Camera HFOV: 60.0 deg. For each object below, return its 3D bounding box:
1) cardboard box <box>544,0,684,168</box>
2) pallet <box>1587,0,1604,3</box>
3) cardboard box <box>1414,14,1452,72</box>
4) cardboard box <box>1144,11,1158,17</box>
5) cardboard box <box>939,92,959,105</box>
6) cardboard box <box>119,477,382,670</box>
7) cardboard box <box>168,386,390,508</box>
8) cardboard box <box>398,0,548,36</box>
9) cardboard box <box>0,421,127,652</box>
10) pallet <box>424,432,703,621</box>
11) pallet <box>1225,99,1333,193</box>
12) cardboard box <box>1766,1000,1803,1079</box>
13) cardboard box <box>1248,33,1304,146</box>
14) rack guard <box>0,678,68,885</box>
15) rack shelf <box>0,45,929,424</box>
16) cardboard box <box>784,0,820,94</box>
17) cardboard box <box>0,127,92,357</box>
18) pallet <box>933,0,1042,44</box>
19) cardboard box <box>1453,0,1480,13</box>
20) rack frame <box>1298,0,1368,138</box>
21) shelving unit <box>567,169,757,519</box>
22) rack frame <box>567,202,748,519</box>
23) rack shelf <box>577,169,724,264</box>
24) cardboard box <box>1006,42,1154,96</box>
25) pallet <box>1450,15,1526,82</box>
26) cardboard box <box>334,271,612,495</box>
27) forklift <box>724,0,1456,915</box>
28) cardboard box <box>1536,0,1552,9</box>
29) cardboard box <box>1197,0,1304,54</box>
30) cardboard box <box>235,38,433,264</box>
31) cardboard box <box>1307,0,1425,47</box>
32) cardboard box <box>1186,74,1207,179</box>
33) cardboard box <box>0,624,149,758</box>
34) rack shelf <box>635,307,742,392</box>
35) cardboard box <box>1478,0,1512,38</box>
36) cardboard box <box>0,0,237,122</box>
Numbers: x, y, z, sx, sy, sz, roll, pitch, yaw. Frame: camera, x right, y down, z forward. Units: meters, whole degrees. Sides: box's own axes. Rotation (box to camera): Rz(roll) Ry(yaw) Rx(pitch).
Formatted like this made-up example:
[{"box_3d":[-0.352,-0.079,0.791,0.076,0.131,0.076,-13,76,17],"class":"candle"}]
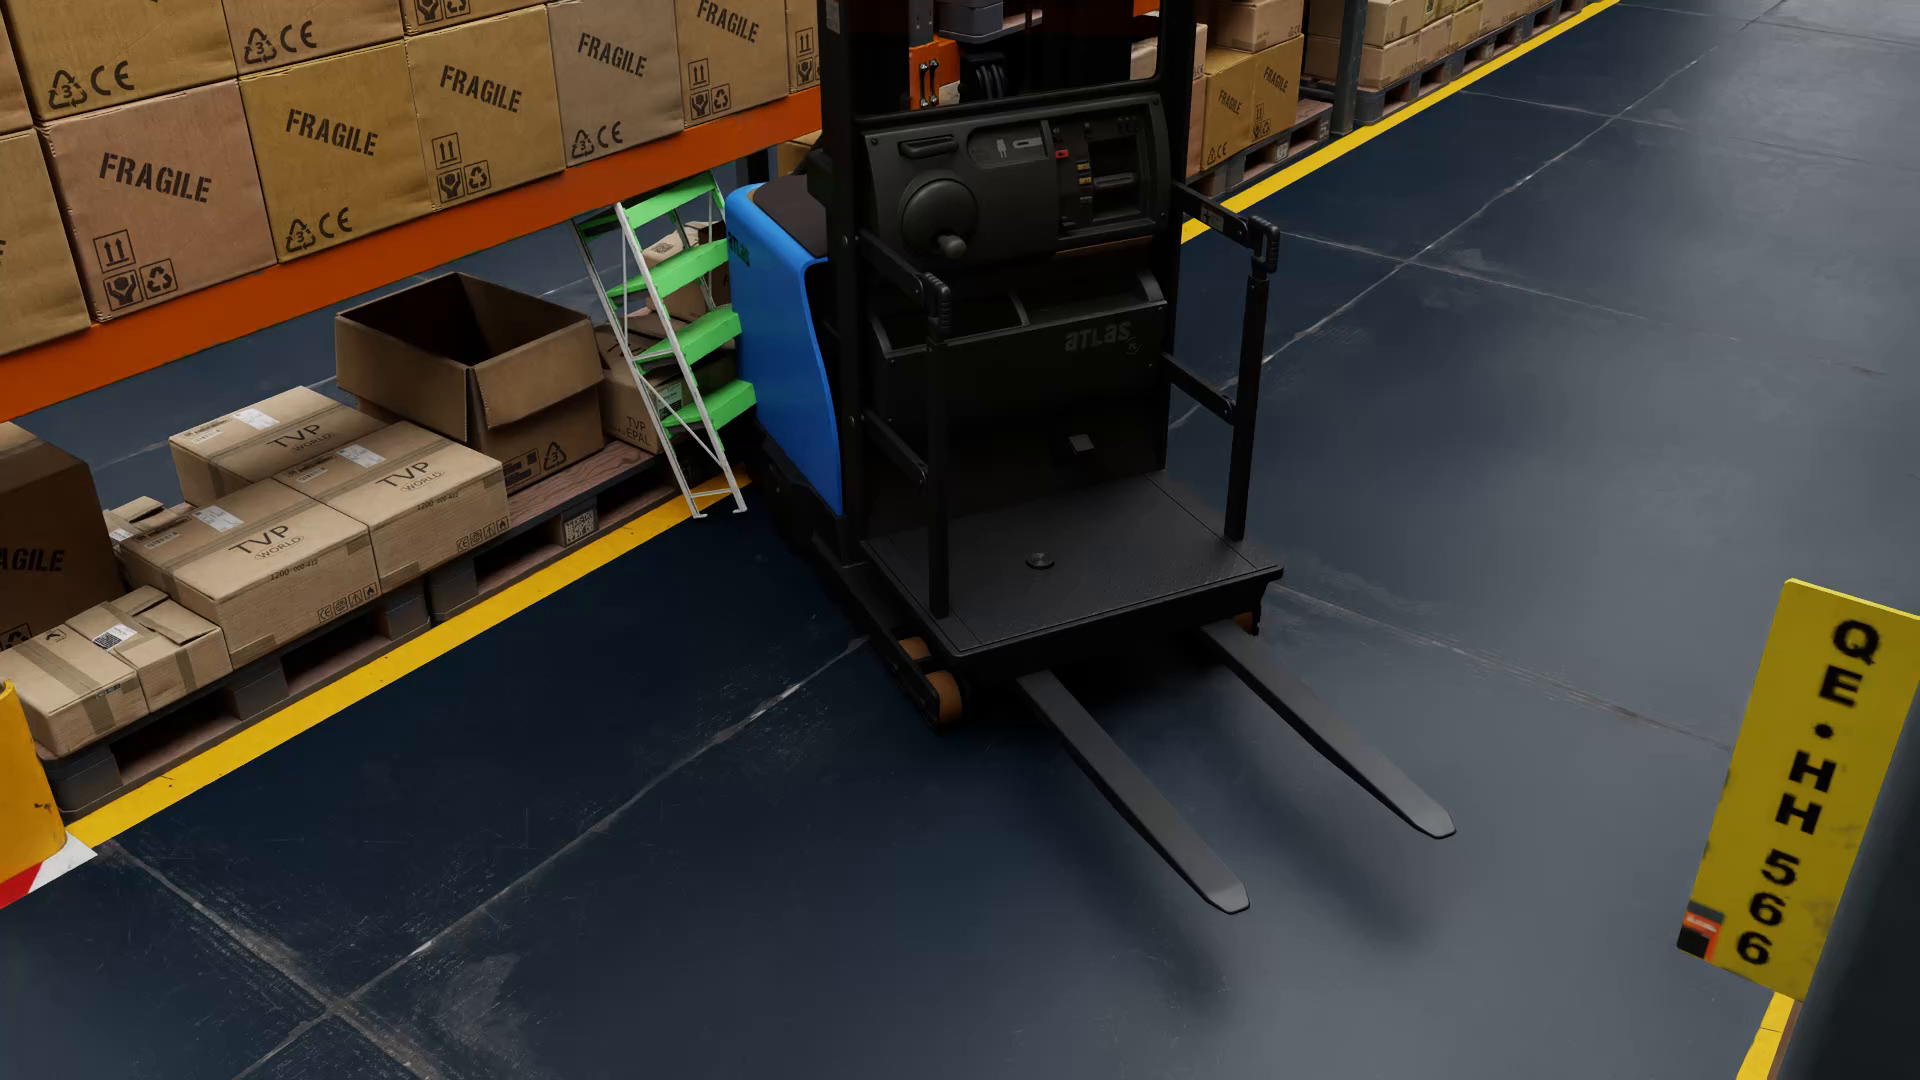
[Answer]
[{"box_3d":[-1.252,-1.538,5.304,0.500,0.500,0.500,22,37,32],"class":"cardboard box"},{"box_3d":[4.806,-4.559,13.235,1.003,0.211,1.213,21,37,31],"class":"pallet"},{"box_3d":[2.731,-3.147,10.403,0.500,0.250,0.500,20,36,30],"class":"cardboard box"},{"box_3d":[1.064,-2.624,9.256,0.500,0.500,0.500,20,36,30],"class":"cardboard box"},{"box_3d":[-0.162,-1.797,7.861,0.500,0.500,0.500,21,37,31],"class":"cardboard box"},{"box_3d":[-2.095,0.086,4.928,0.500,0.250,0.500,21,37,31],"class":"cardboard box"},{"box_3d":[-2.222,-0.250,5.496,0.500,0.250,0.500,21,37,31],"class":"cardboard box"},{"box_3d":[-1.552,-1.766,4.709,0.500,0.500,0.500,21,36,31],"class":"cardboard box"},{"box_3d":[-2.820,0.019,4.796,0.500,0.500,0.500,21,37,31],"class":"cardboard box"},{"box_3d":[-1.688,-0.220,5.914,1.003,0.211,1.213,21,37,31],"class":"pallet"},{"box_3d":[1.397,-2.331,9.476,1.003,0.211,1.213,21,37,31],"class":"pallet"},{"box_3d":[1.300,0.613,1.479,0.980,0.700,0.700,23,38,33],"class":"cardboard box"},{"box_3d":[1.500,-2.484,9.019,0.500,0.500,0.500,23,37,33],"class":"cardboard box"},{"box_3d":[-2.906,0.474,4.460,1.175,0.500,0.348,21,37,31],"class":"rack guard"},{"box_3d":[-1.744,-1.074,5.325,1.077,0.370,4.000,21,37,31],"class":"rack shelf"},{"box_3d":[-0.634,-1.957,6.012,0.500,0.500,0.500,22,37,32],"class":"cardboard box"},{"box_3d":[-2.473,-0.713,3.912,0.500,0.500,0.500,22,37,32],"class":"cardboard box"},{"box_3d":[0.033,-2.405,7.054,1.003,0.211,1.213,21,37,31],"class":"pallet"},{"box_3d":[3.048,-3.606,10.628,0.500,0.311,0.500,20,36,30],"class":"cardboard box"},{"box_3d":[1.878,-3.822,9.257,1.000,3.000,0.127,21,37,31],"class":"rack frame"},{"box_3d":[-0.917,-0.732,5.774,0.258,1.200,0.503,-7,23,34],"class":"shelving unit"},{"box_3d":[-1.030,-0.621,5.589,0.240,1.200,0.015,-7,23,34],"class":"rack frame"},{"box_3d":[-1.053,-1.100,5.637,0.258,0.148,0.480,-7,23,34],"class":"rack shelf"},{"box_3d":[0.553,-2.161,7.739,0.500,0.250,0.500,21,37,31],"class":"cardboard box"},{"box_3d":[3.143,-3.439,11.346,1.003,0.211,1.213,21,37,31],"class":"pallet"},{"box_3d":[-1.667,-0.546,5.747,0.797,0.503,0.637,21,37,31],"class":"cardboard box"},{"box_3d":[0.271,-0.972,4.516,1.130,2.935,3.031,-14,33,-22],"class":"forklift"},{"box_3d":[3.966,-3.983,11.814,0.500,0.250,0.500,20,36,31],"class":"cardboard box"},{"box_3d":[1.470,-2.782,8.787,0.500,0.250,0.500,23,37,33],"class":"cardboard box"},{"box_3d":[-1.861,-1.127,4.612,0.500,0.500,0.500,21,37,31],"class":"cardboard box"},{"box_3d":[2.428,-3.184,9.915,0.500,0.311,0.500,23,37,33],"class":"cardboard box"},{"box_3d":[0.876,-2.058,8.301,0.500,0.500,0.500,20,36,30],"class":"cardboard box"},{"box_3d":[-2.425,0.402,4.494,0.380,0.149,0.250,21,37,31],"class":"cardboard box"},{"box_3d":[-0.896,-0.675,5.796,0.258,0.148,0.480,-7,23,34],"class":"rack shelf"},{"box_3d":[3.350,-3.568,11.114,0.500,0.250,0.500,22,37,32],"class":"cardboard box"},{"box_3d":[-2.164,-1.358,4.020,0.500,0.500,0.500,22,37,32],"class":"cardboard box"}]
